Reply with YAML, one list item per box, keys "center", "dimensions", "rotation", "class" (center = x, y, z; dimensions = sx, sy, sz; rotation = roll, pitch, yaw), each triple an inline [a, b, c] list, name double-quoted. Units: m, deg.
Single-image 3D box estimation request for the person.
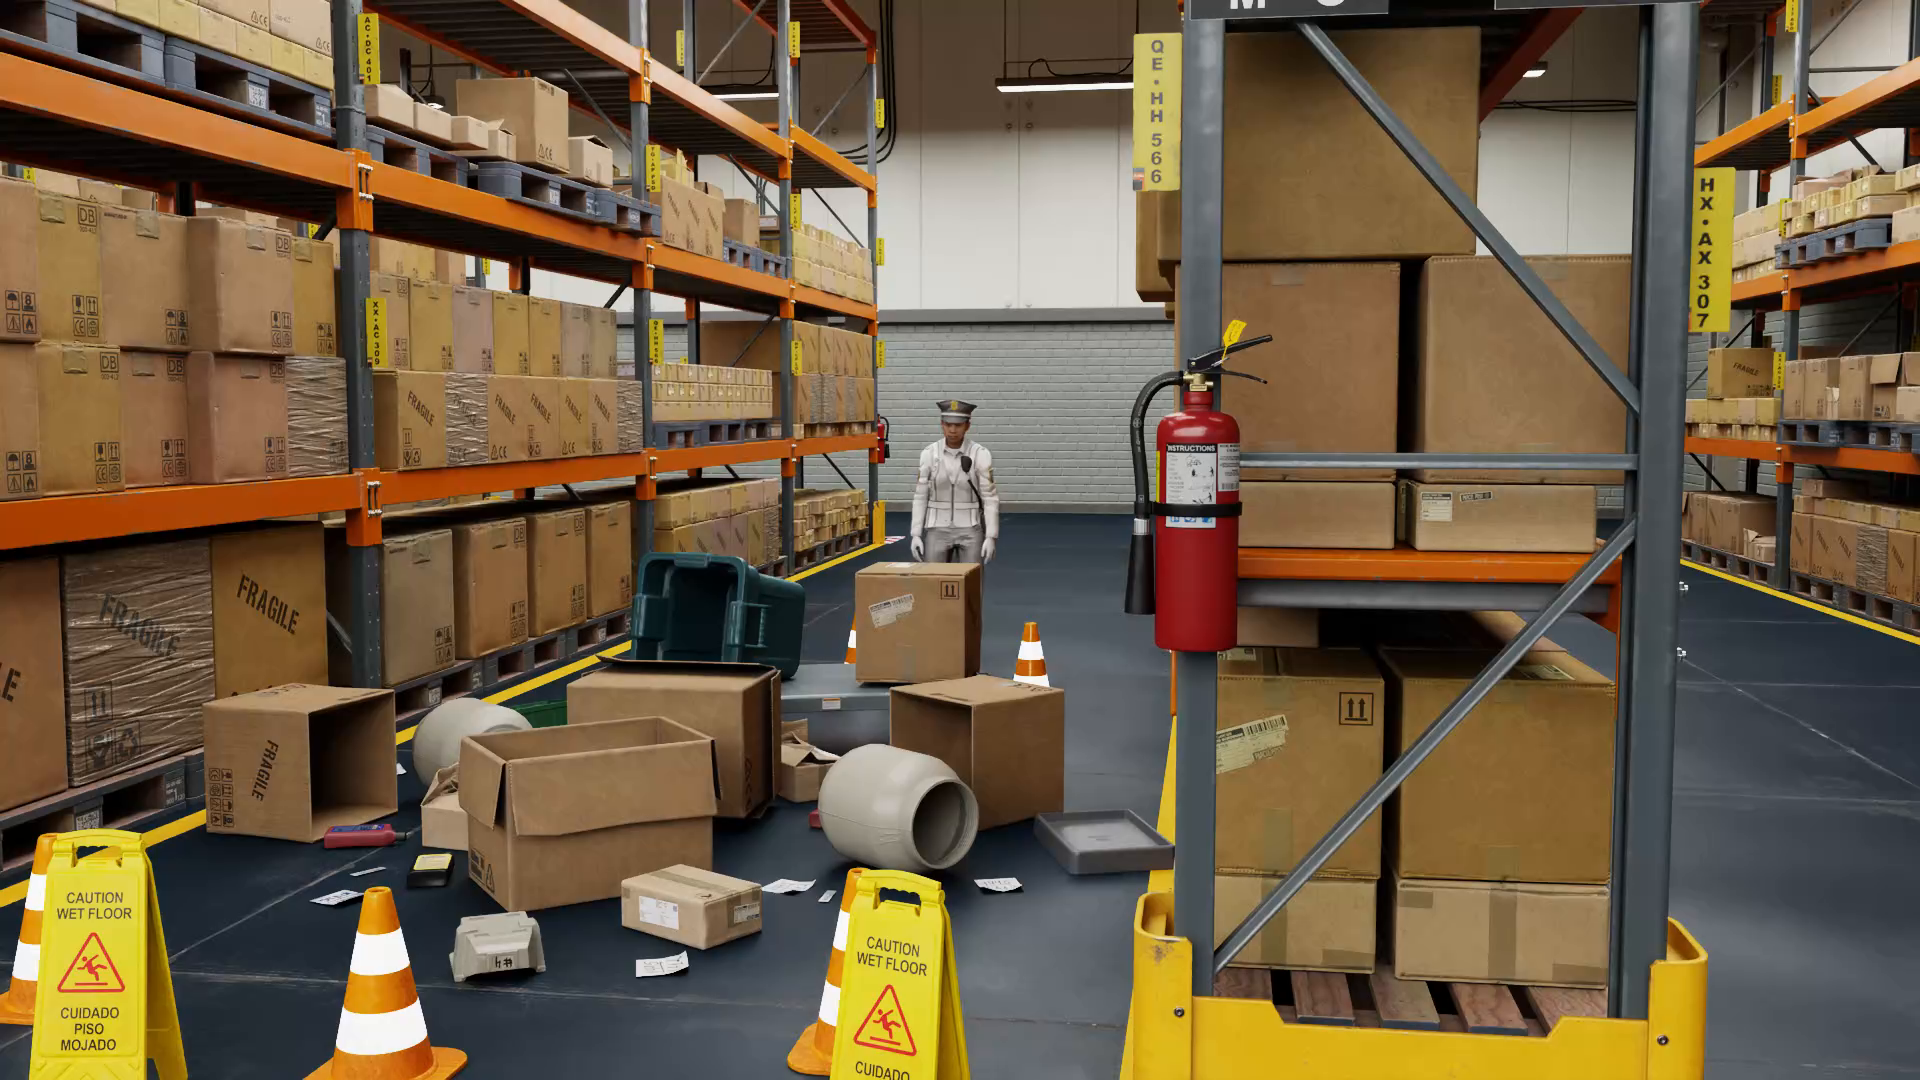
- center: [-0.032, -0.002, 9.894]
  dimensions: [0.529, 1.664, 0.372]
  rotation: [1, 5, 9]
  class: "person"
